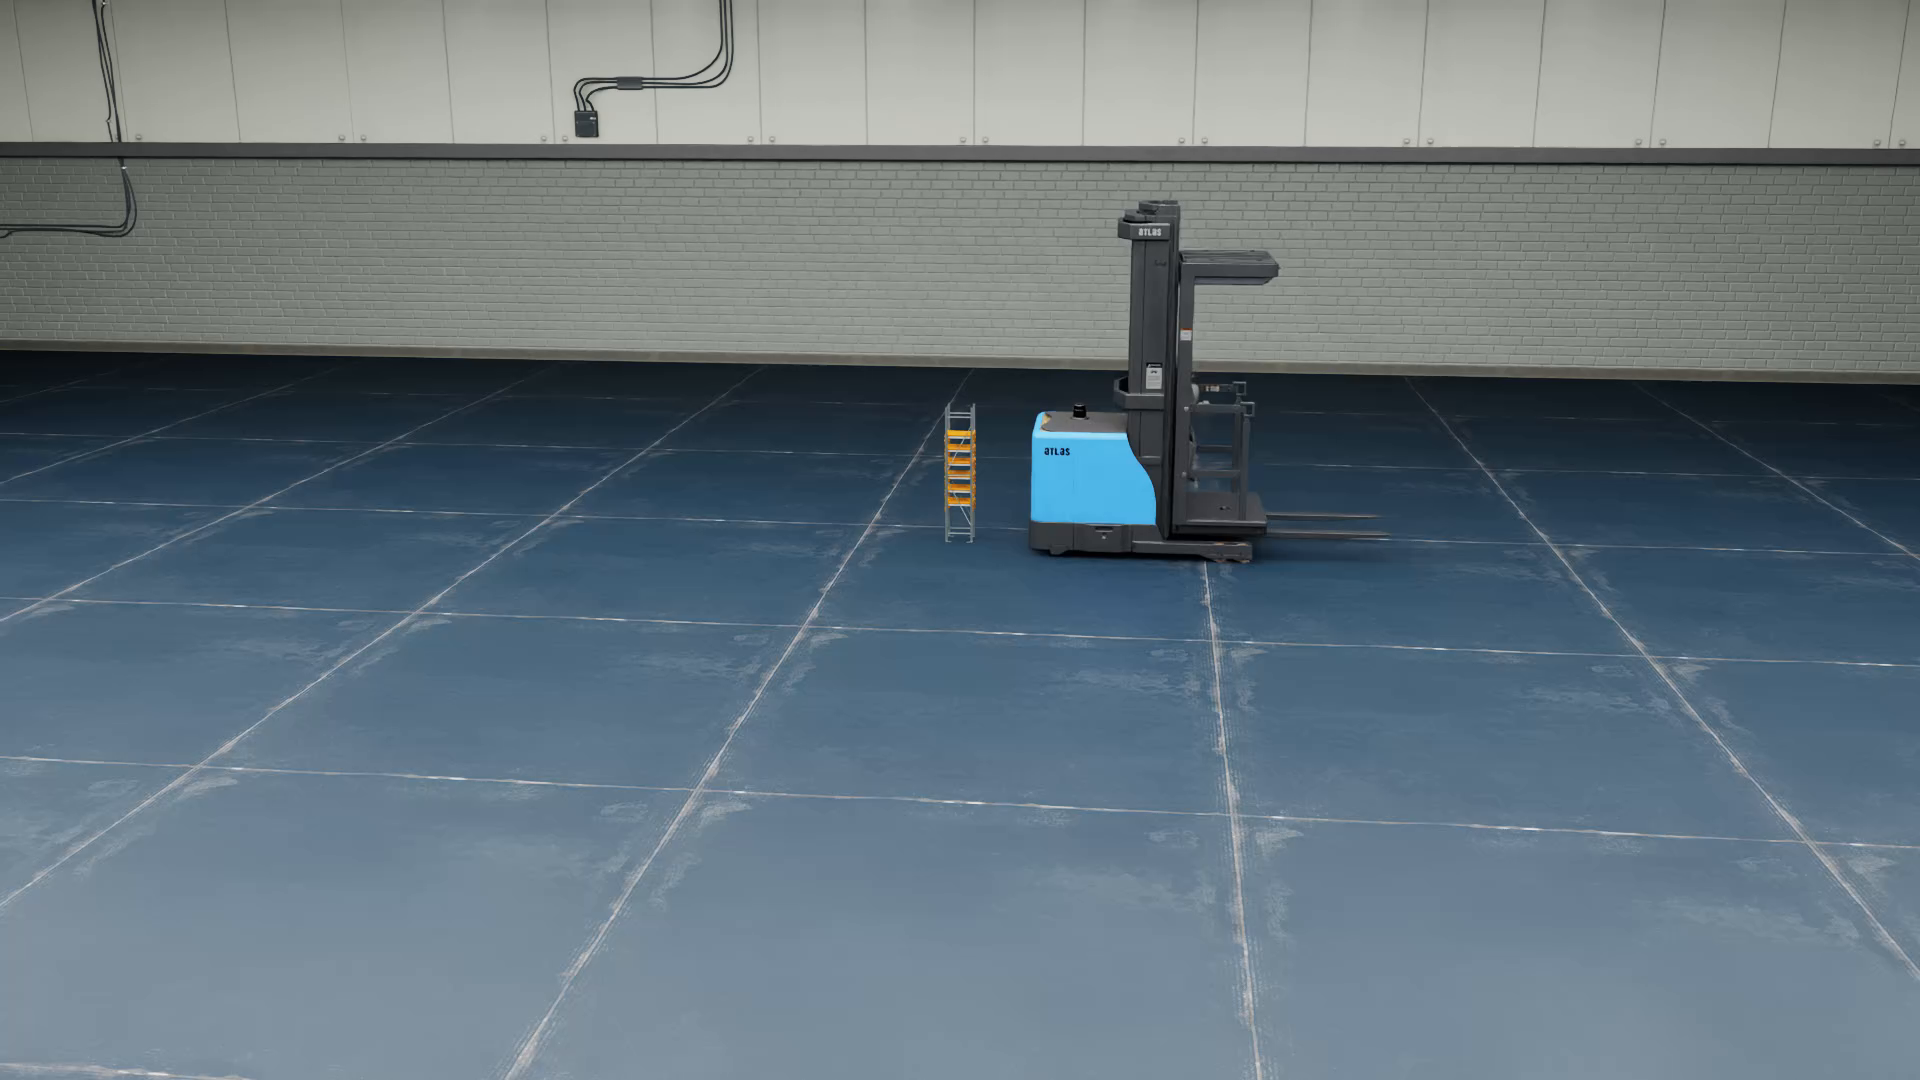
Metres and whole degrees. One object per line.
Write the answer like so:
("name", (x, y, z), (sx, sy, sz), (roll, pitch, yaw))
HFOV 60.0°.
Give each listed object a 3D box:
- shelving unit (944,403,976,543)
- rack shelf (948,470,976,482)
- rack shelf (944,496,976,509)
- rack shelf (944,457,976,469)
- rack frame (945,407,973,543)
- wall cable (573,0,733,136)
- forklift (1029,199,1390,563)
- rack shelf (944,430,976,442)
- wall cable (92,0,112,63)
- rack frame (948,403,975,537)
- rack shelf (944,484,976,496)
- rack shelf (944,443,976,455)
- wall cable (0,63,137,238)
("shelving unit", (0.002, -0.583, 14.519), (0.258, 1.200, 0.189), (2, 15, 6))
("rack shelf", (0.002, -0.540, 14.531), (0.258, 0.103, 0.180), (2, 15, 6))
("rack shelf", (0.002, -0.308, 14.594), (0.258, 0.103, 0.180), (2, 15, 6))
("rack shelf", (0.002, -0.656, 14.500), (0.258, 0.103, 0.180), (2, 15, 6))
("rack frame", (-0.009, -0.559, 14.432), (0.240, 1.200, 0.006), (2, 15, 6))
("wall cable", (-4.281, -8.574, 22.614), (2.305, 6.003, 0.169), (2, 15, 6))
("forklift", (2.139, -1.366, 14.100), (3.031, 2.935, 1.130), (1, 15, 5))
("rack shelf", (0.002, -0.888, 14.437), (0.258, 0.103, 0.180), (2, 15, 6))
("wall cable", (-11.024, -8.075, 23.559), (3.097, 2.526, 0.112), (2, 15, 6))
("rack frame", (0.012, -0.607, 14.607), (0.240, 1.200, 0.006), (2, 15, 6))
("rack shelf", (0.002, -0.424, 14.562), (0.258, 0.103, 0.180), (2, 15, 6))
("rack shelf", (0.002, -0.772, 14.468), (0.258, 0.103, 0.180), (2, 15, 6))
("wall cable", (-13.712, -5.717, 24.512), (3.097, 2.526, 0.112), (2, 15, 6))
